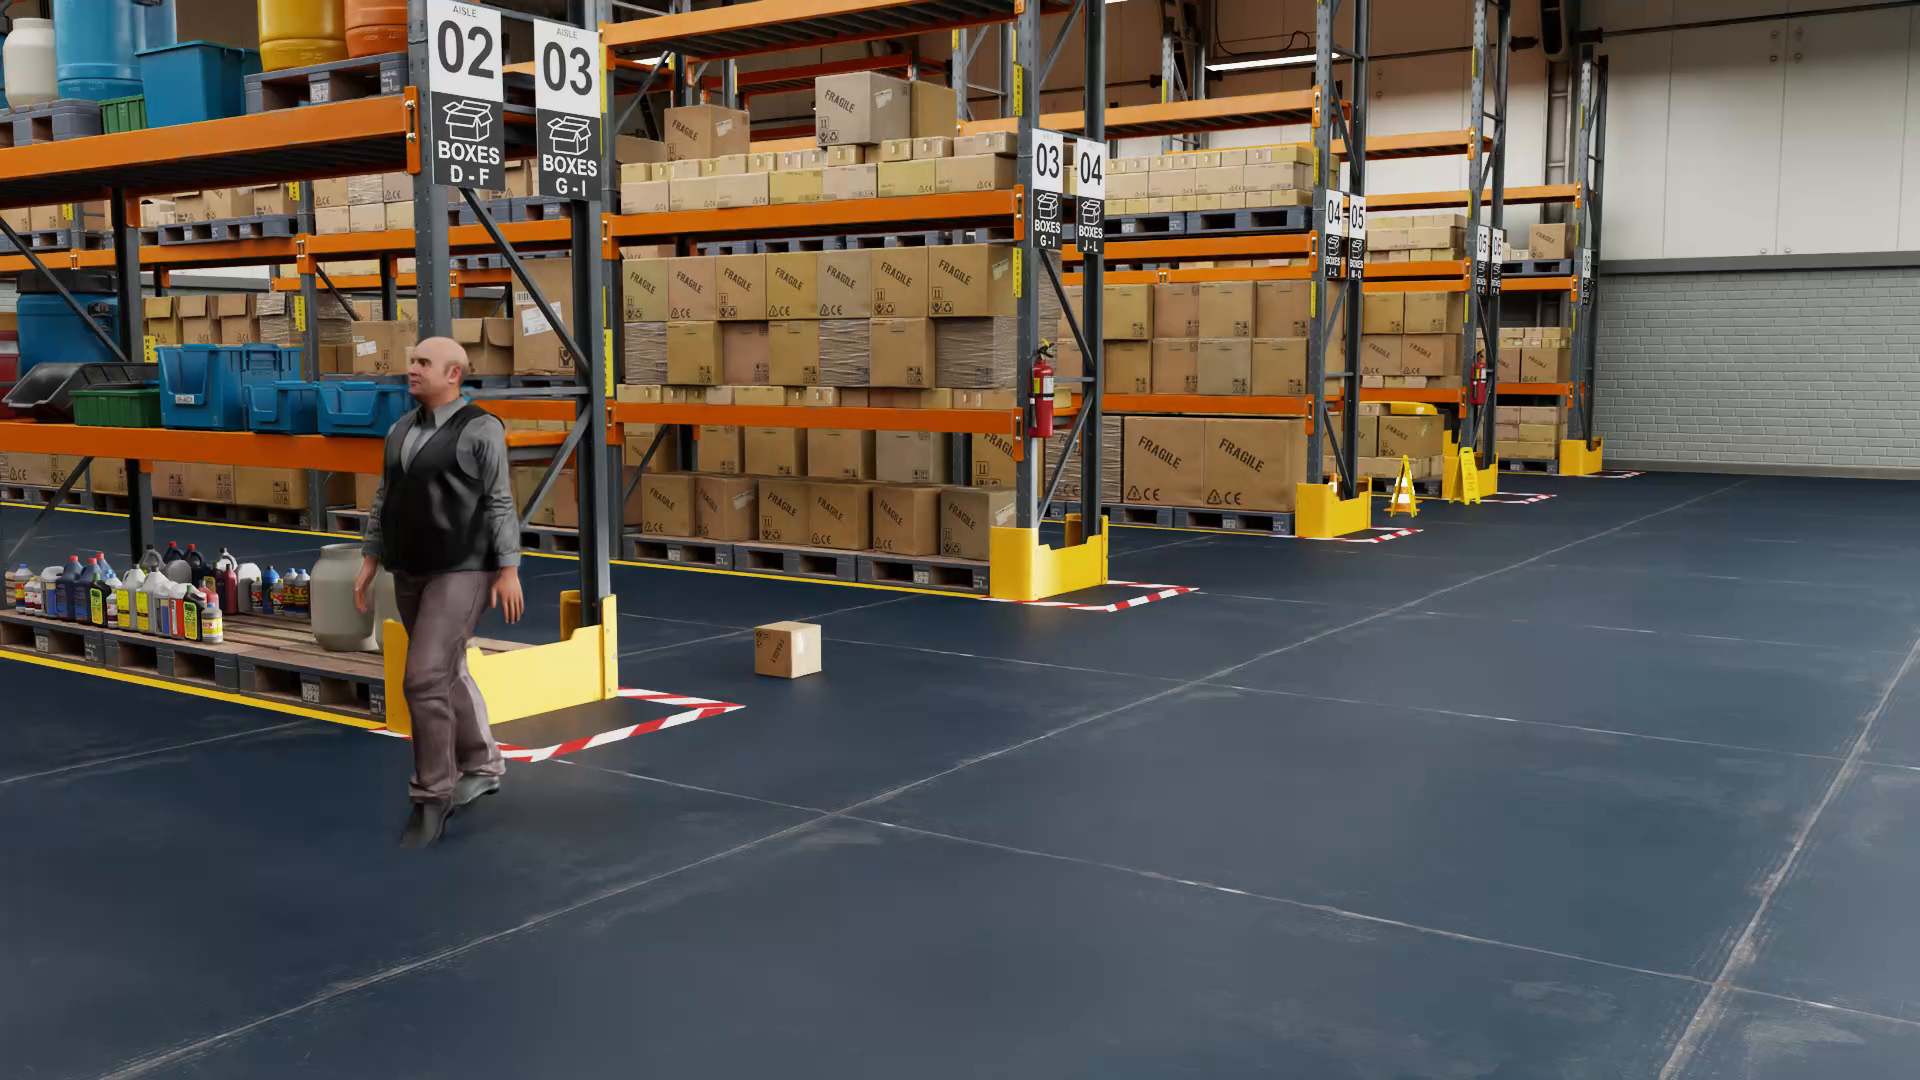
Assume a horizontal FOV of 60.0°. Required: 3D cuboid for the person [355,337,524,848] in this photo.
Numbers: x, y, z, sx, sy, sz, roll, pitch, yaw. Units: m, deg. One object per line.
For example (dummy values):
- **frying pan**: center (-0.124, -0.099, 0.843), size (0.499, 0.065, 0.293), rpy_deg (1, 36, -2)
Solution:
- **person**: center (-1.882, 0.172, 5.942), size (0.579, 1.784, 0.633), rpy_deg (4, 7, 32)
